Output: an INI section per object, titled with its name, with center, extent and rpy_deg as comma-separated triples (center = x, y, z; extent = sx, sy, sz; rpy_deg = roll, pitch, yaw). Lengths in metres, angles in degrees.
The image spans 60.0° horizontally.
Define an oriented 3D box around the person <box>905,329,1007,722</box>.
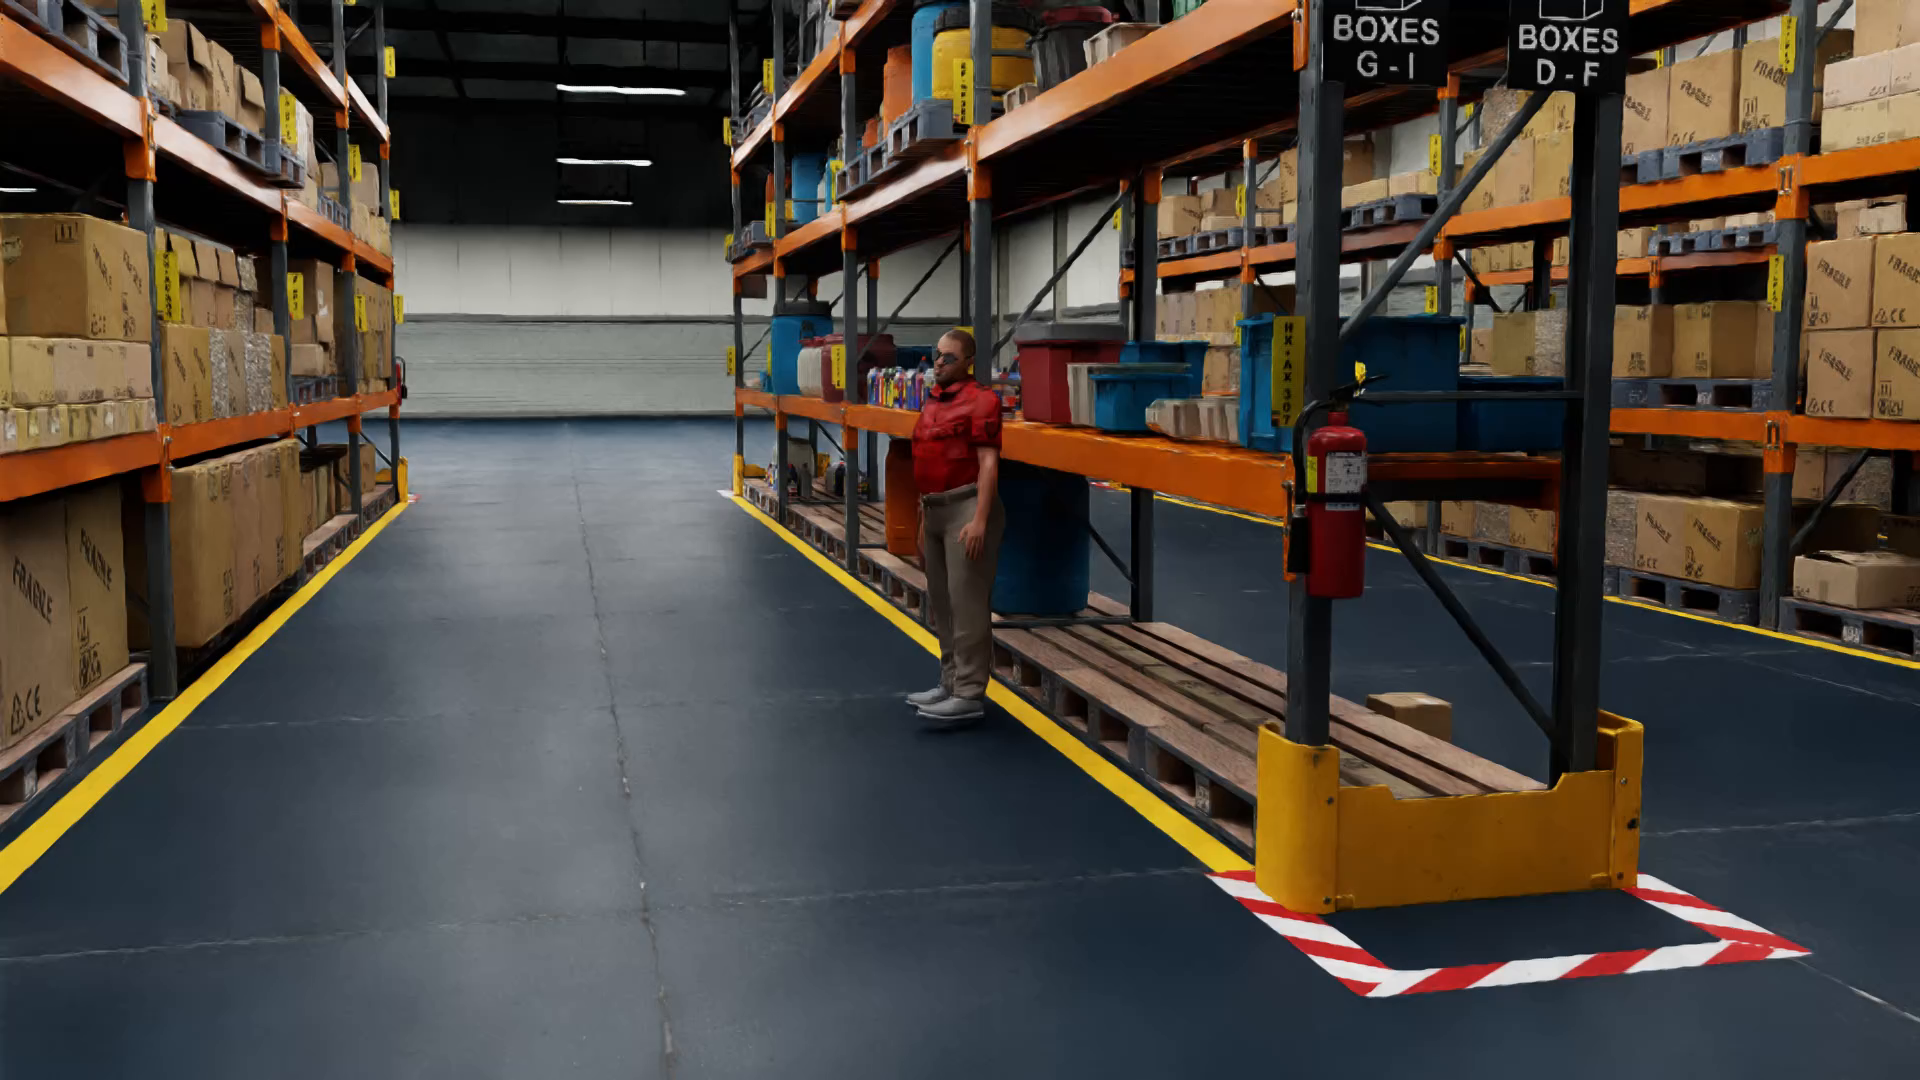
[person]
center = -0.063, -0.067, 7.419
extent = 0.474, 1.737, 0.608
rpy_deg = -4, 7, -32
